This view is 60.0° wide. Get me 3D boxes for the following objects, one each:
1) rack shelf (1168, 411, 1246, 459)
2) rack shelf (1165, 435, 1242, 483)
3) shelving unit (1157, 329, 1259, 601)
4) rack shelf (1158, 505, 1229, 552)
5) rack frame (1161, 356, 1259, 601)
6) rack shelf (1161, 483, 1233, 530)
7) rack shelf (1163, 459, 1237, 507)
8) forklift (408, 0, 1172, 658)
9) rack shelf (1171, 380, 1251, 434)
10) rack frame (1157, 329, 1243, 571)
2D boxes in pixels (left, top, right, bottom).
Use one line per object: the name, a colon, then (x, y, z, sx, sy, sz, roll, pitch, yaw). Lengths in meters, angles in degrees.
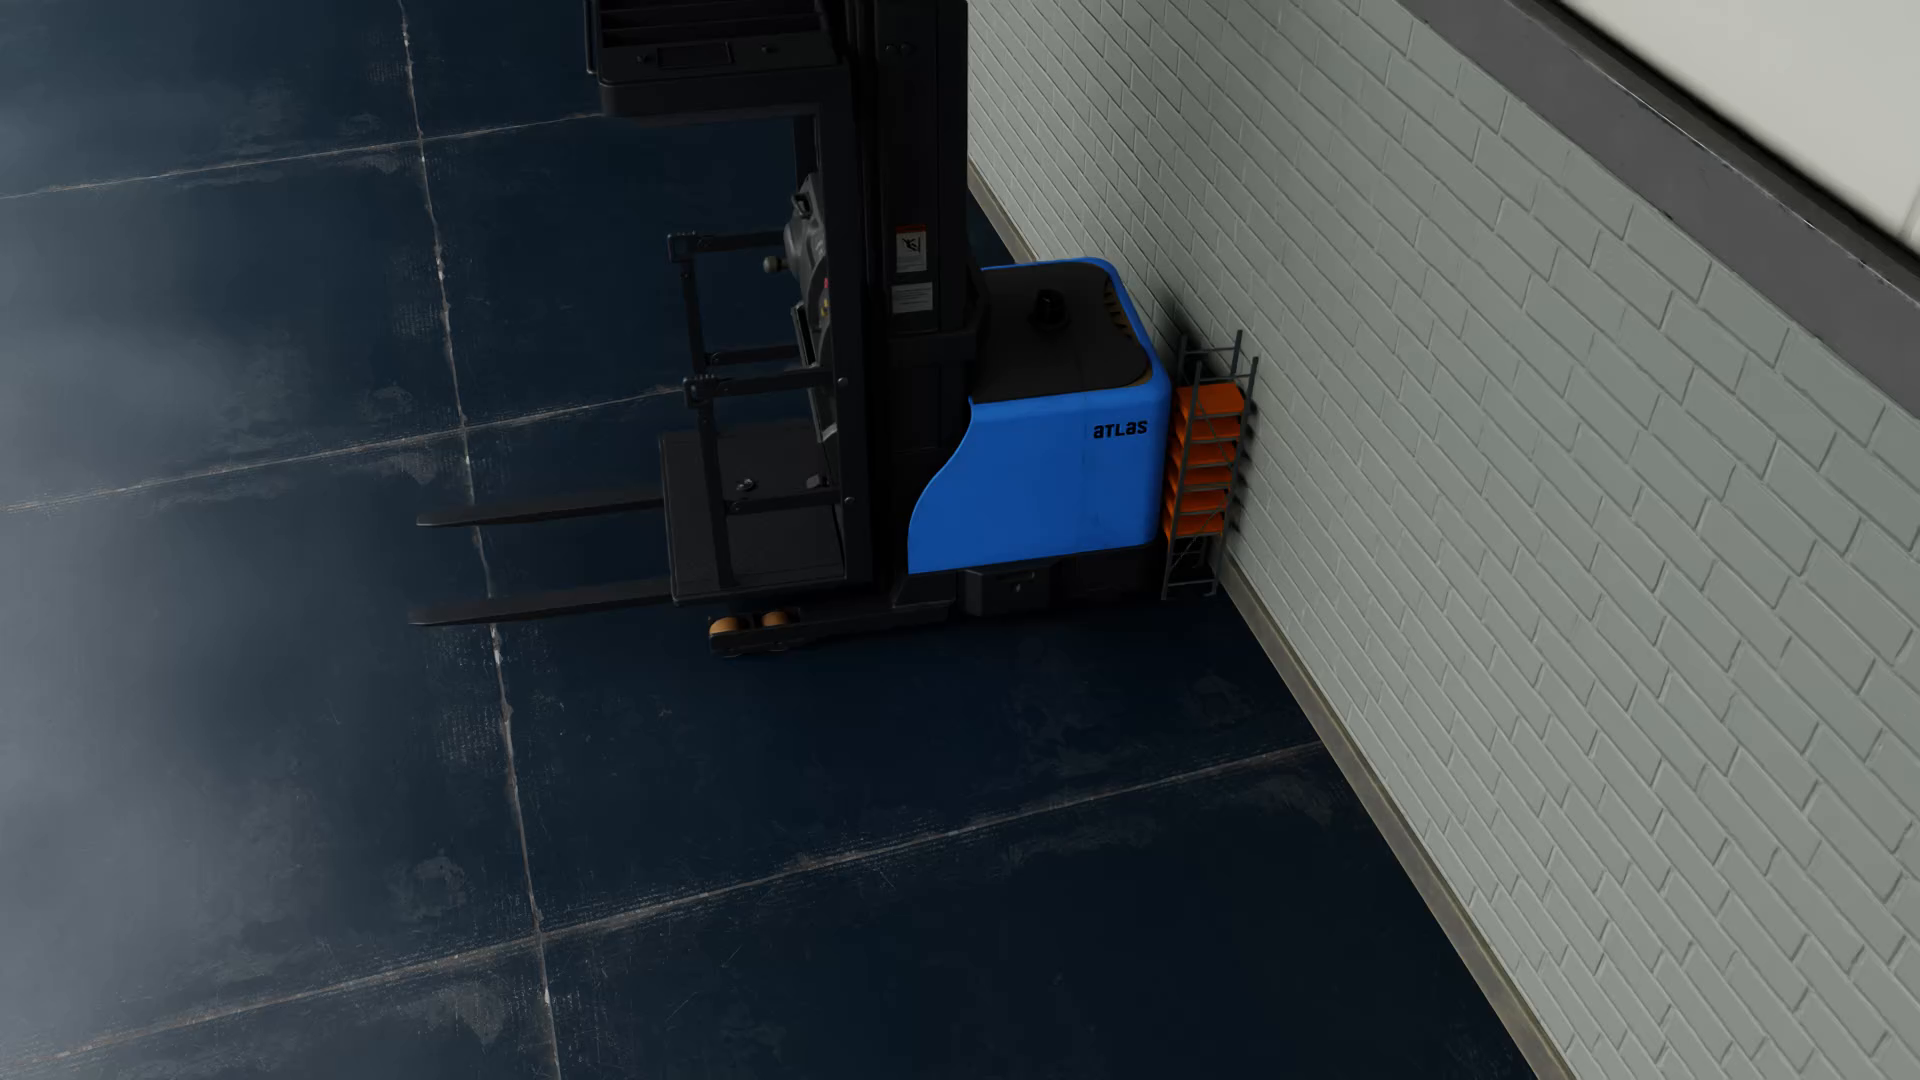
rack shelf: (0.965, -0.424, 6.516, 0.258, 0.103, 0.180, -6, 41, -10)
rack shelf: (0.961, -0.332, 6.594, 0.258, 0.103, 0.180, -6, 41, -10)
shelving unit: (0.959, -0.275, 6.643, 0.258, 1.200, 0.189, -6, 41, -10)
rack shelf: (0.950, -0.059, 6.828, 0.258, 0.103, 0.180, -6, 41, -10)
rack frame: (0.977, -0.216, 6.575, 0.240, 1.200, 0.006, -6, 41, -10)
rack shelf: (0.954, -0.150, 6.750, 0.258, 0.103, 0.180, -6, 41, -10)
rack shelf: (0.958, -0.241, 6.672, 0.258, 0.103, 0.180, -6, 41, -10)
forklift: (-0.744, -1.007, 6.175, 3.031, 2.935, 1.130, -7, 42, -8)
rack shelf: (0.969, -0.515, 6.438, 0.258, 0.103, 0.180, -6, 41, -10)
rack frame: (0.941, -0.334, 6.711, 0.240, 1.200, 0.006, -6, 41, -10)
